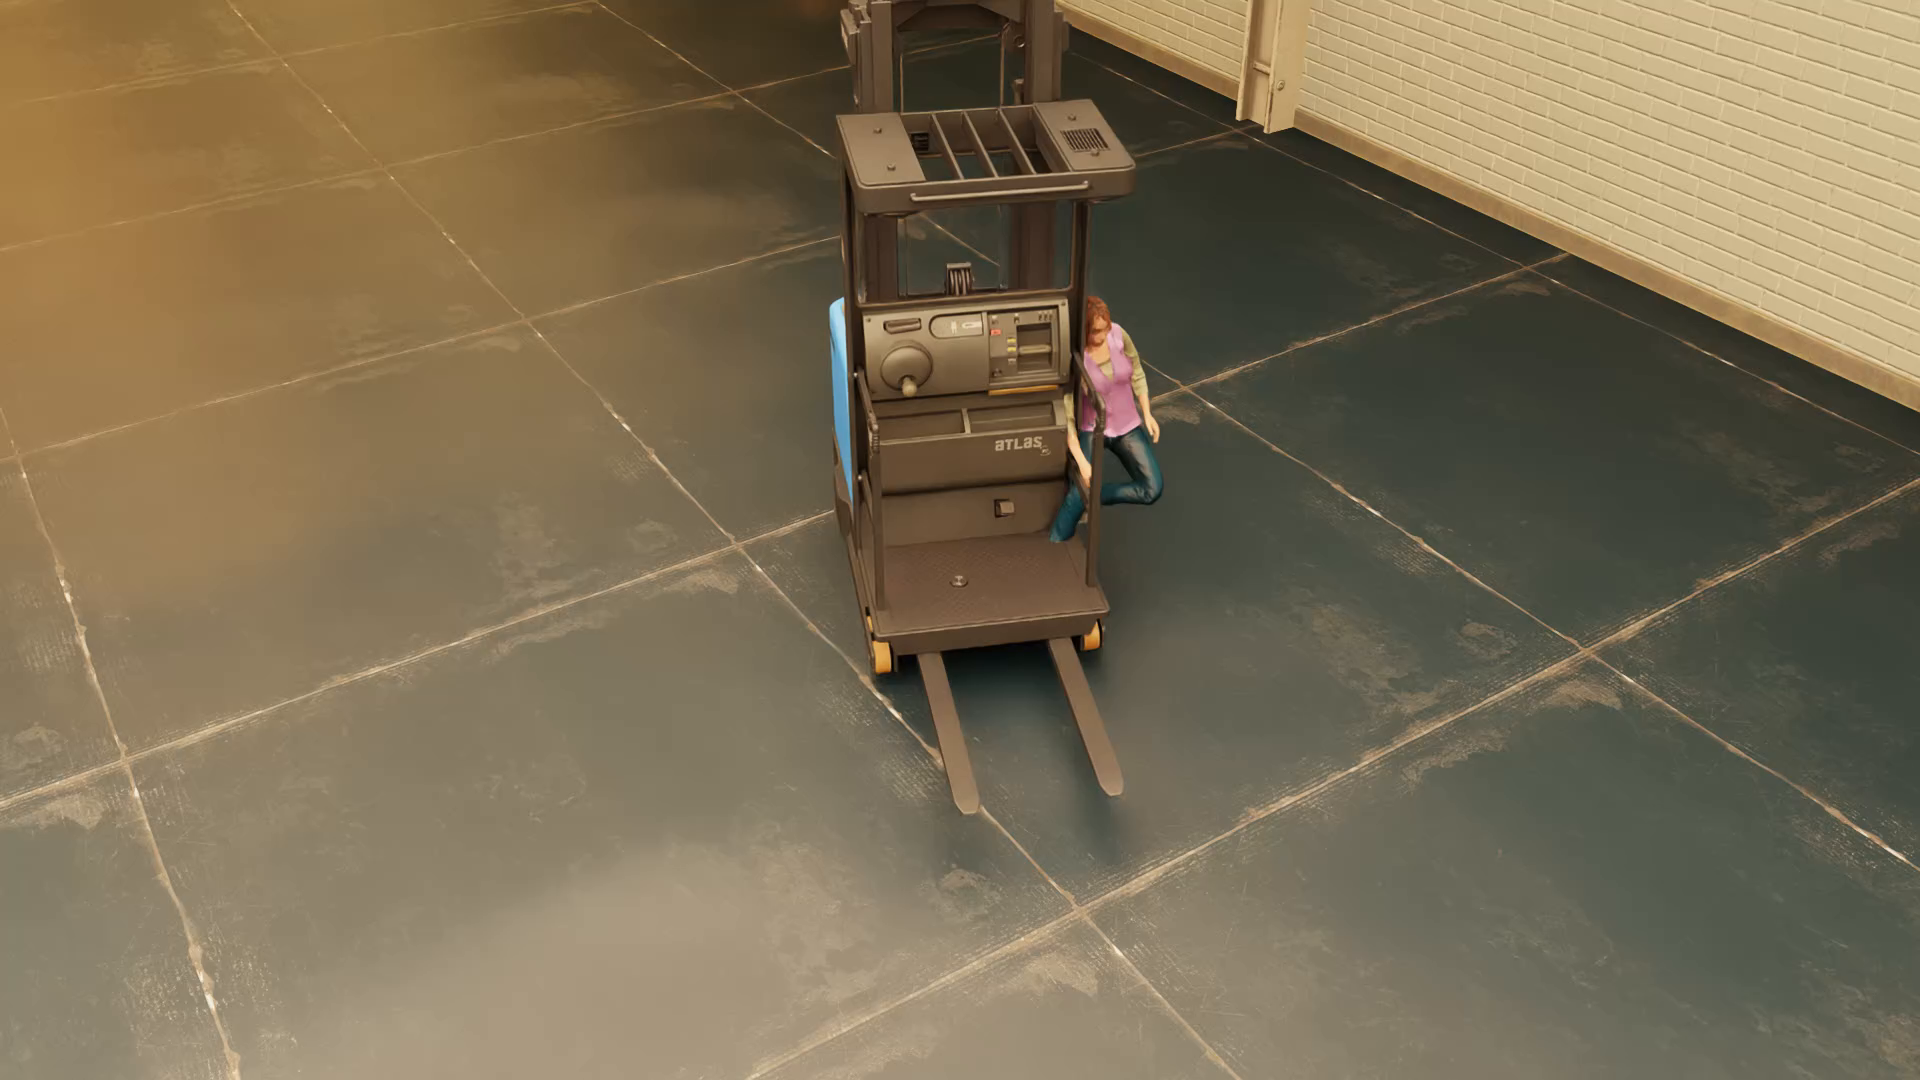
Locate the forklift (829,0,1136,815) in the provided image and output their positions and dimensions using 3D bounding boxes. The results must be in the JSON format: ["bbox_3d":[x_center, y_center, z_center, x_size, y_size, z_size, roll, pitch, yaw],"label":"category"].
[{"bbox_3d":[0.074,-0.797,7.282,1.130,2.935,3.031,-6,36,-8],"label":"forklift"}]

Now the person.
[{"bbox_3d":[0.668,-0.519,7.966,0.666,1.330,0.570,-15,38,-21],"label":"person"}]
